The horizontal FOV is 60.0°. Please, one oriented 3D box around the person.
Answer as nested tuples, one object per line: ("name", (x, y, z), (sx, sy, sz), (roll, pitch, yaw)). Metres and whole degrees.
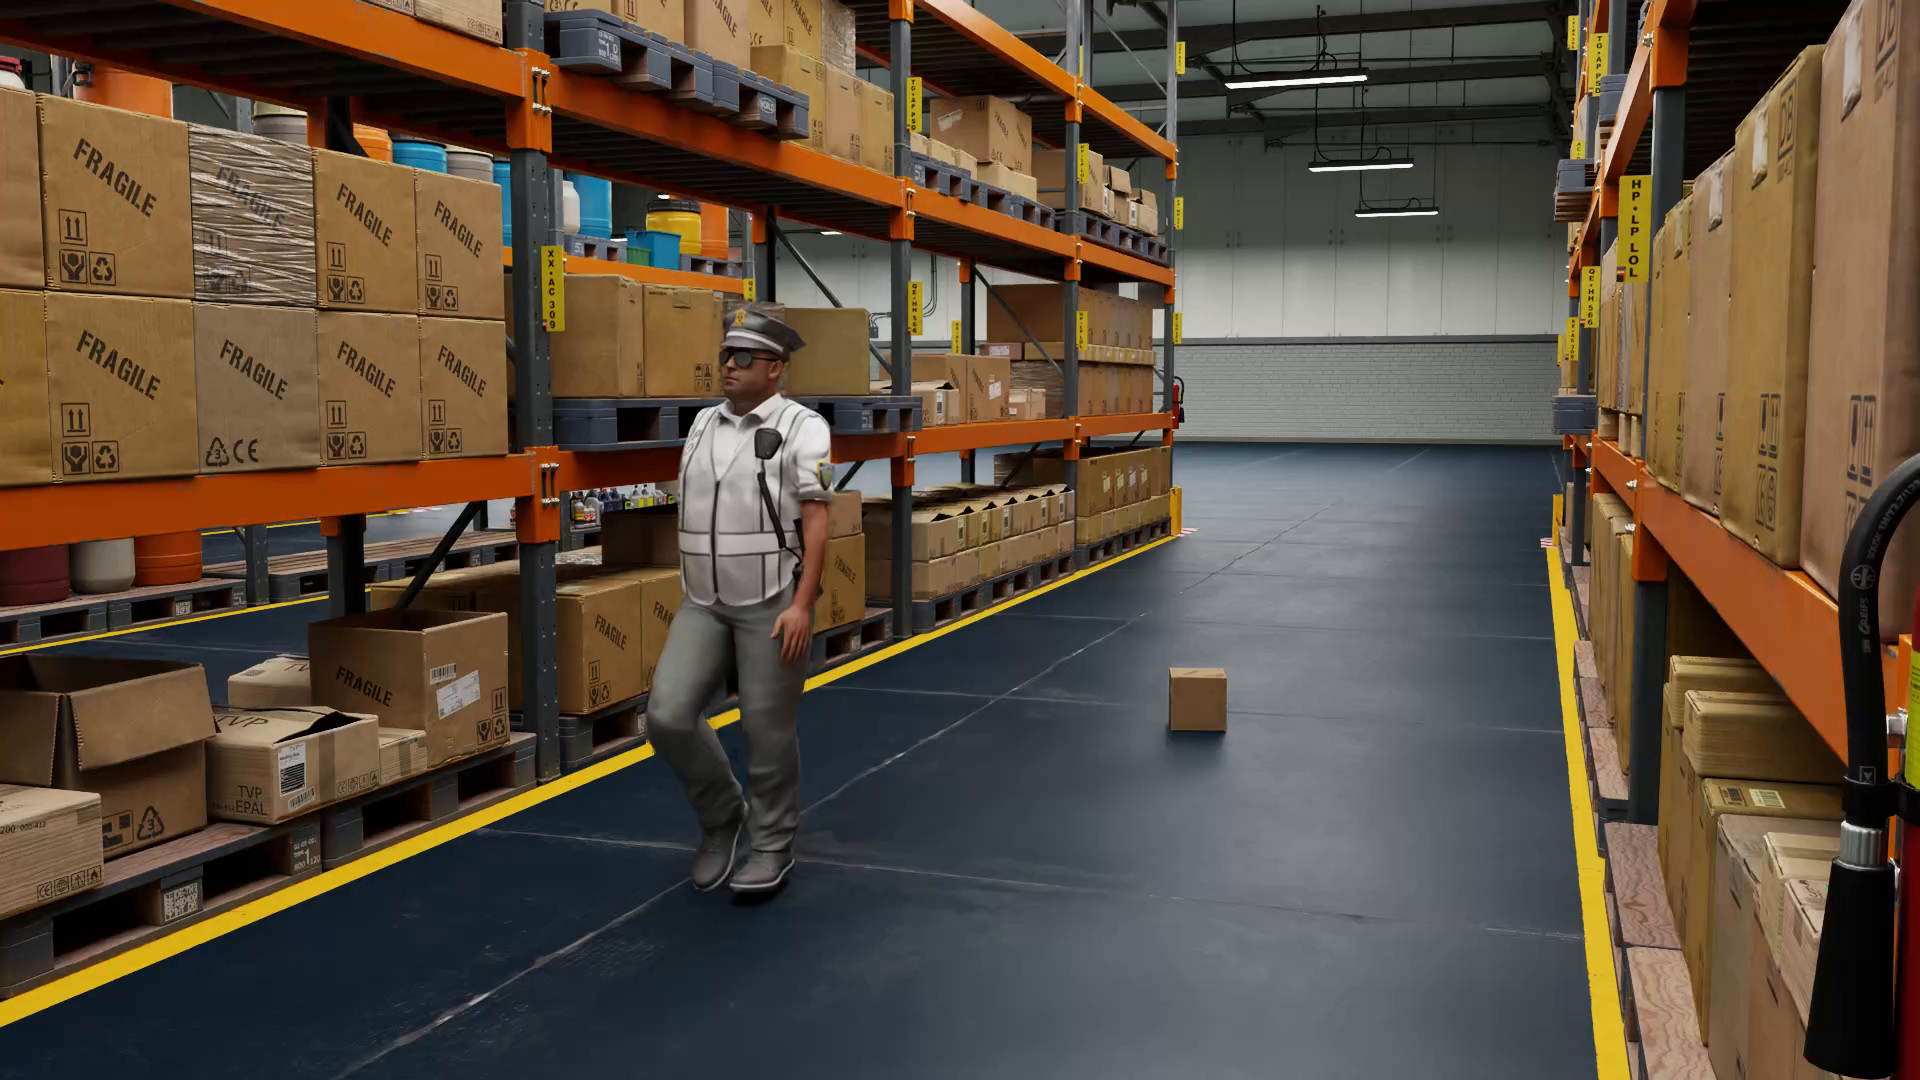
("person", (-0.661, 0.204, 5.048), (0.530, 1.804, 0.457), (2, 6, 22))
